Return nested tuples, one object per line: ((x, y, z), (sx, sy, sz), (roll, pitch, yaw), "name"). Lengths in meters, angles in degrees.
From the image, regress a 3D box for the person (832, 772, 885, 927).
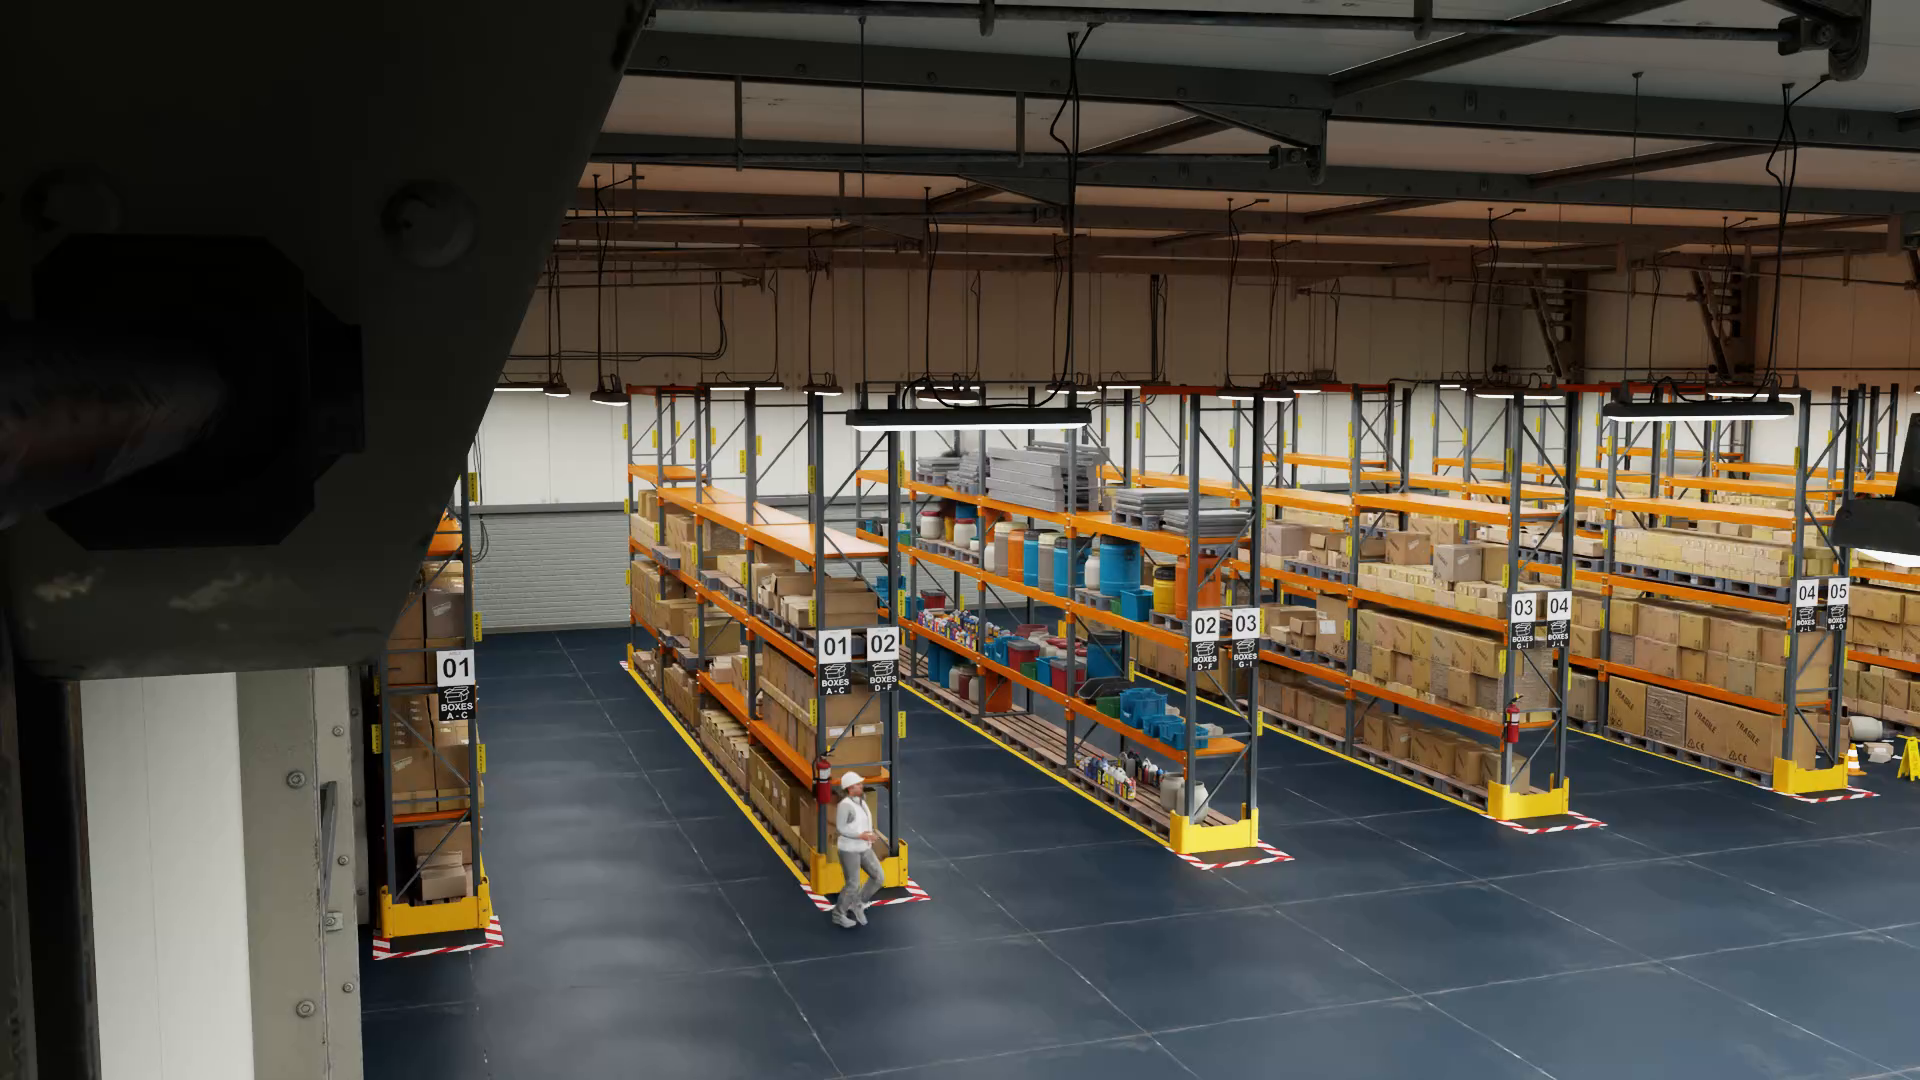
((-1.150, 3.510, 18.892), (0.573, 1.761, 0.673), (3, 6, 25), "person")
